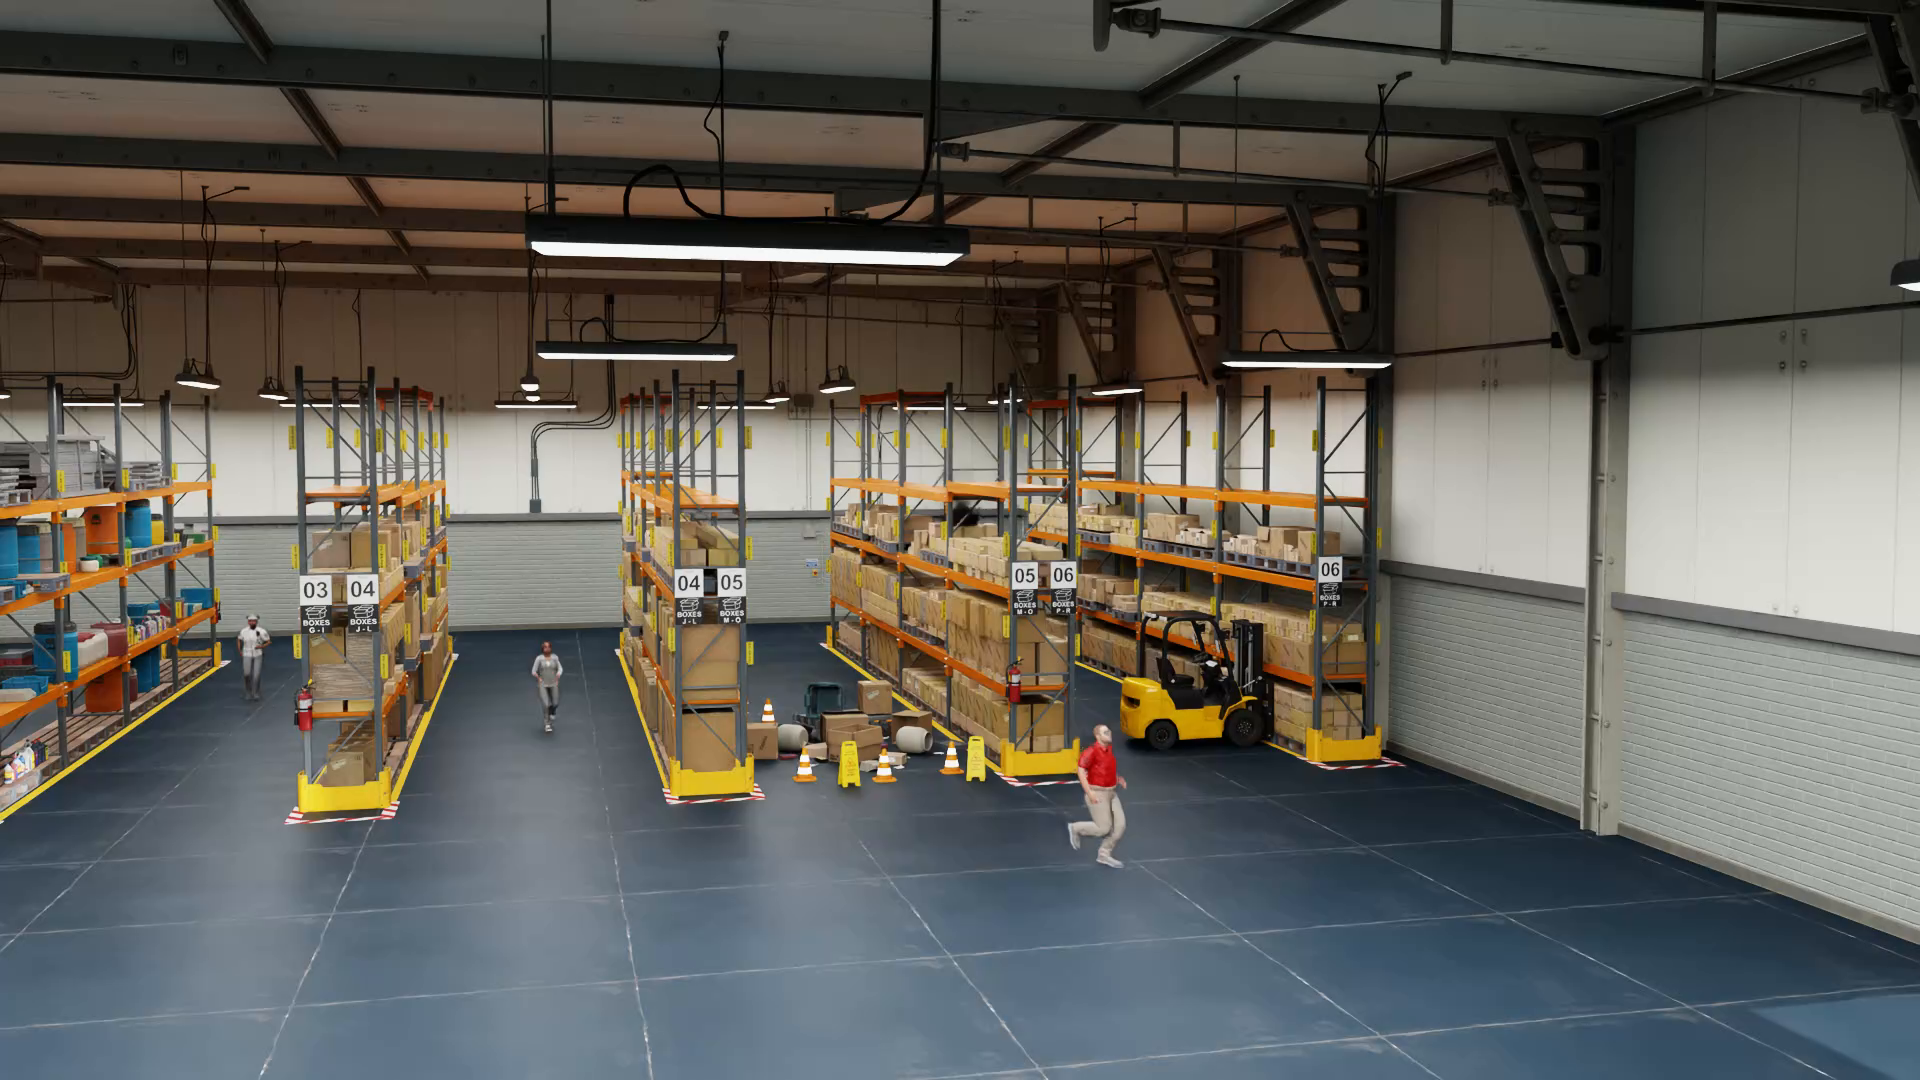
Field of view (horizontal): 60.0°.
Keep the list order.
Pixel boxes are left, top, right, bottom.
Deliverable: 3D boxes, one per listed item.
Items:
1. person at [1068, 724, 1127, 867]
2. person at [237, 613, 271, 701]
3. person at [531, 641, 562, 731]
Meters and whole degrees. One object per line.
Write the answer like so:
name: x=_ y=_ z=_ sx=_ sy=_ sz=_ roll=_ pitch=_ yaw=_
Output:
person: x=1.636 y=2.999 z=19.629 sx=0.633 sy=1.661 sz=0.667 roll=3 pitch=4 yaw=38
person: x=-13.586 y=2.251 z=31.988 sx=0.634 sy=1.696 sz=0.587 roll=-1 pitch=4 yaw=-15
person: x=-7.106 y=2.516 z=28.654 sx=0.532 sy=1.550 sz=0.559 roll=-1 pitch=4 yaw=-21
